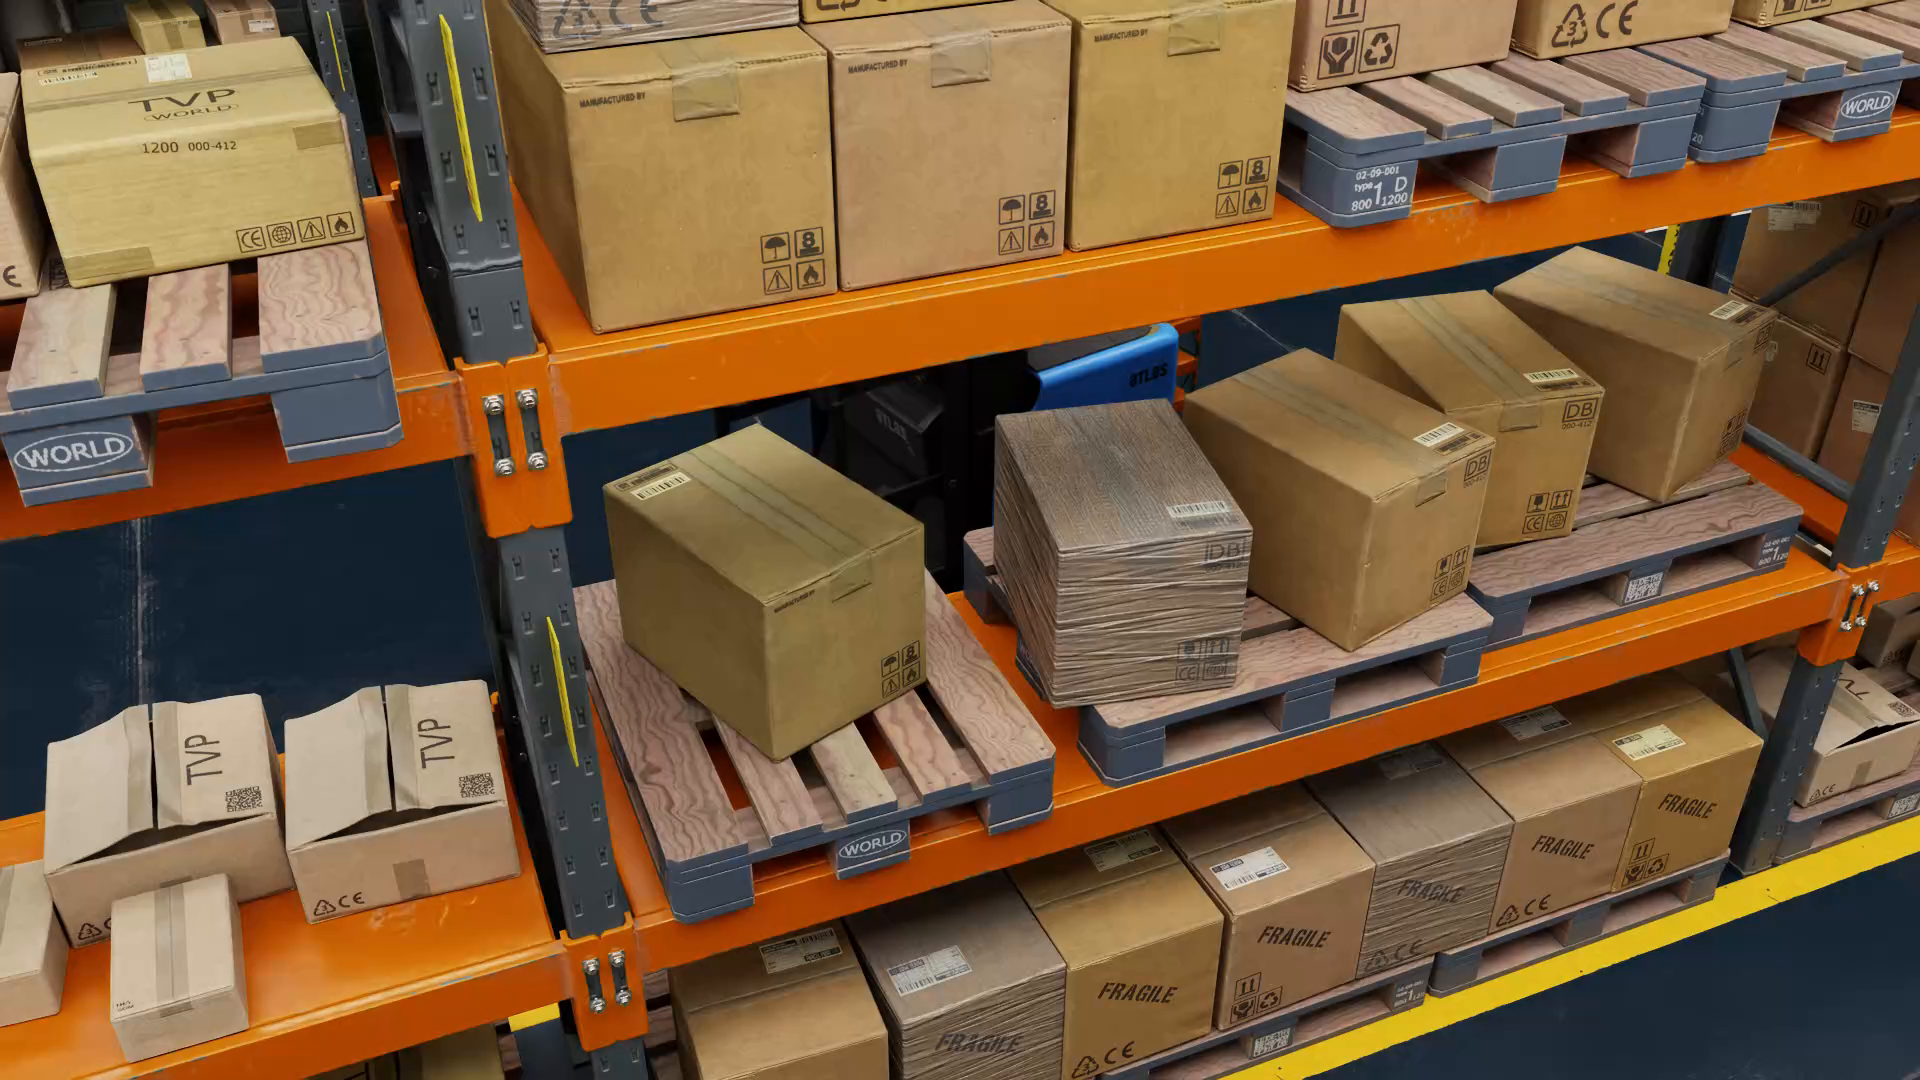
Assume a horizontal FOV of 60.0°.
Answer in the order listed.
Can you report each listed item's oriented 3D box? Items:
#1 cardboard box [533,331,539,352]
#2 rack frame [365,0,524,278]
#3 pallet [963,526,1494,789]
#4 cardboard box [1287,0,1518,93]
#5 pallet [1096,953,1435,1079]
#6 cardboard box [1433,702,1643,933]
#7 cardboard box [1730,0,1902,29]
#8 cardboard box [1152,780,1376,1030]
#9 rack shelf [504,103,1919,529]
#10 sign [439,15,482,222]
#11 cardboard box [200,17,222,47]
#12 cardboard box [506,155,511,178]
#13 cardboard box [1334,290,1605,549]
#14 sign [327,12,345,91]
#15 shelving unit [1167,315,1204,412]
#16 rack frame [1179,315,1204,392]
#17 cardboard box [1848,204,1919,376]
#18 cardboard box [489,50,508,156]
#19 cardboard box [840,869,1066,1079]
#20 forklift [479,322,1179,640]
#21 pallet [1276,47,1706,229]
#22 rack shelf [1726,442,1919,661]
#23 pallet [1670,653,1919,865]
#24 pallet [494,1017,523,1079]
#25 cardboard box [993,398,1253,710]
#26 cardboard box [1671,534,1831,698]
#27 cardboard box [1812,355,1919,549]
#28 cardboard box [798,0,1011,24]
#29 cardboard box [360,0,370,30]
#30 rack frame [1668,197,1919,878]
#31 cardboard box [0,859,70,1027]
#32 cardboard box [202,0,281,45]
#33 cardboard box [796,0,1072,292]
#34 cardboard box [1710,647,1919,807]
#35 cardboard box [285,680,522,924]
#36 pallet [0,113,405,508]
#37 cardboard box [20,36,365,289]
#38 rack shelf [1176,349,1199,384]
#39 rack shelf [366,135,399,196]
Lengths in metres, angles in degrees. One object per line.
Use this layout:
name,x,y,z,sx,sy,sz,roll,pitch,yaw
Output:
cardboard box,-2.234,-1.330,8.630,0.750,0.750,0.750,-13,35,-20
rack frame,-1.042,-1.990,2.558,0.127,3.000,1.000,-13,35,-19
pallet,0.749,0.192,4.881,1.213,0.211,1.003,-13,35,-19
cardboard box,0.924,-1.485,3.963,0.600,0.600,0.600,-14,36,-21
pallet,0.784,1.299,5.560,1.213,0.211,1.003,-13,35,-19
cardboard box,1.843,0.891,5.518,0.500,0.500,0.500,-13,35,-19
cardboard box,2.153,-1.768,4.398,0.600,0.600,0.600,-16,36,-23
cardboard box,0.913,1.106,5.189,0.500,0.500,0.500,-14,36,-21
rack shelf,0.802,-0.854,4.221,4.000,0.370,1.077,-13,35,-19
sign,-0.835,-0.702,2.782,0.005,0.325,0.100,-13,35,-19
cardboard box,-3.393,-2.088,7.714,0.500,0.500,0.700,-17,37,-24
cardboard box,-2.334,-1.871,8.087,0.250,0.149,0.380,-12,35,-18
cardboard box,1.513,-0.374,5.097,0.500,0.500,0.700,-8,34,-11
sign,-2.744,-2.147,7.311,0.005,0.325,0.100,-13,35,-19
shelving unit,0.881,-0.855,7.964,0.503,1.200,0.258,-21,39,-29
rack frame,1.081,-0.932,8.082,0.015,1.200,0.240,-21,39,-29
cardboard box,3.190,-0.739,5.127,0.500,0.500,0.500,-12,35,-18
cardboard box,-2.416,-2.115,7.867,0.500,0.500,0.500,-12,35,-18
cardboard box,-0.031,1.322,4.857,0.500,0.500,0.500,-14,36,-21
forklift,-0.532,-0.995,6.591,3.031,2.935,1.130,-21,39,-29
pallet,1.063,-1.176,4.229,1.003,0.211,1.213,-13,35,-19
rack shelf,4.490,-0.441,6.337,4.000,0.370,1.077,-13,35,-19
pallet,3.280,0.704,6.475,1.213,0.211,1.003,-13,35,-19
pallet,-1.816,1.847,4.718,1.213,0.211,1.003,-13,35,-19
cardboard box,0.412,0.020,4.493,0.500,0.500,0.700,-7,34,-10
cardboard box,3.062,0.280,6.458,0.500,0.500,0.500,-13,35,-19
cardboard box,3.222,-0.333,5.420,0.500,0.500,0.500,-12,35,-18
cardboard box,-0.167,-1.391,3.378,0.500,0.500,0.500,-13,35,-19
cardboard box,-2.645,-2.681,8.050,0.500,0.250,0.500,-12,35,-18
rack frame,2.646,-0.320,5.492,0.127,3.000,1.000,-13,35,-19
cardboard box,-2.196,0.927,3.805,0.250,0.149,0.380,-10,34,-15
cardboard box,-3.270,-2.376,7.562,0.250,0.149,0.380,-18,37,-25
cardboard box,-0.182,-0.992,3.682,0.500,0.500,0.910,-13,35,-19
cardboard box,3.117,0.642,6.074,0.500,0.311,0.500,-13,35,-19
cardboard box,-1.394,0.616,4.134,0.500,0.311,0.500,-11,35,-16
pallet,-1.633,-0.466,3.138,1.003,0.211,1.213,-11,35,-17
cardboard box,-1.438,-0.722,3.112,0.500,0.250,0.500,-16,36,-22
rack shelf,0.881,-0.799,8.001,0.480,0.148,0.258,-21,39,-29
rack shelf,-1.119,-2.087,8.866,4.000,0.370,1.077,-13,35,-19
